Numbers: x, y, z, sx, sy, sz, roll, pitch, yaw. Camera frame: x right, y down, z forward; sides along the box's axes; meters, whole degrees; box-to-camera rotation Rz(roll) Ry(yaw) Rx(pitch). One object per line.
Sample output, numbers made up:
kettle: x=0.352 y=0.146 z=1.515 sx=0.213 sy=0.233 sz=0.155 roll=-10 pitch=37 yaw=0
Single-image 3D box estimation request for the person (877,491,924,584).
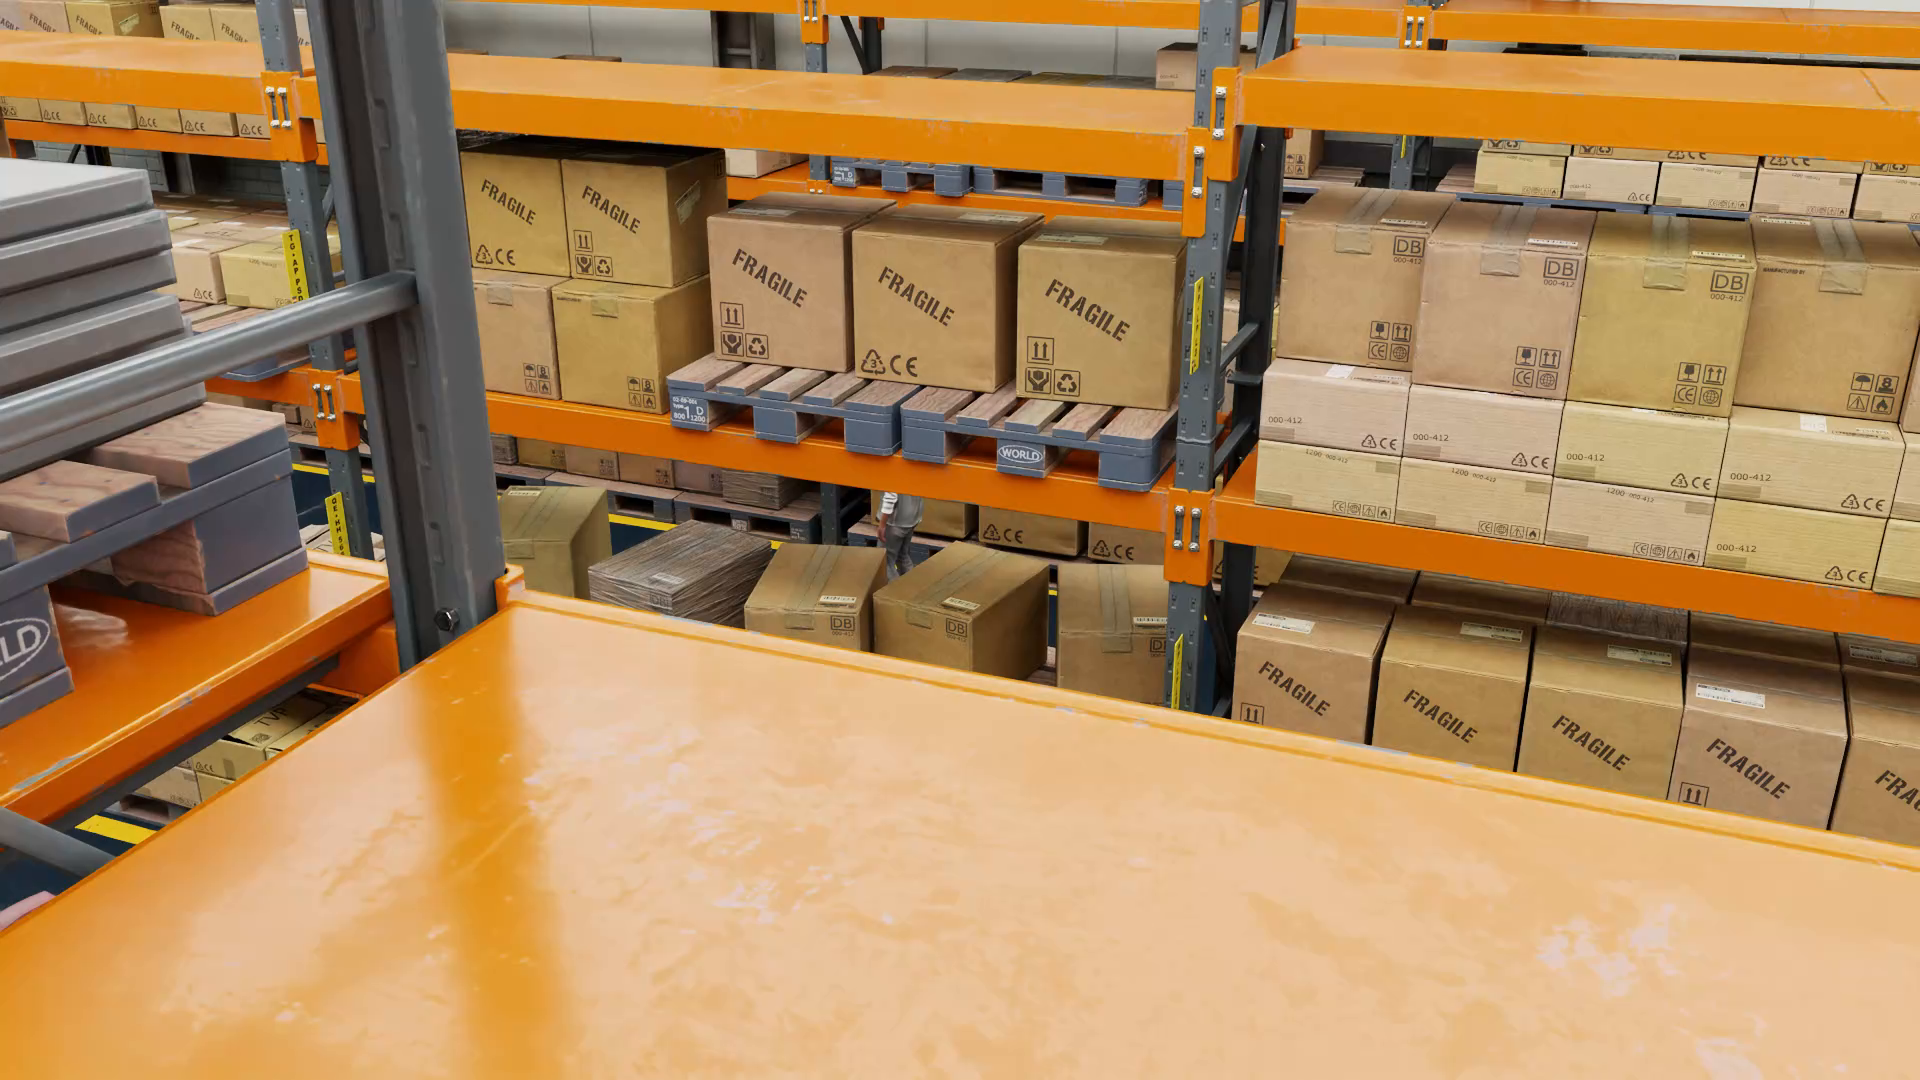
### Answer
person: x=-0.446 y=-0.152 z=11.268 sx=0.376 sy=1.593 sz=0.466 roll=8 pitch=24 yaw=17
